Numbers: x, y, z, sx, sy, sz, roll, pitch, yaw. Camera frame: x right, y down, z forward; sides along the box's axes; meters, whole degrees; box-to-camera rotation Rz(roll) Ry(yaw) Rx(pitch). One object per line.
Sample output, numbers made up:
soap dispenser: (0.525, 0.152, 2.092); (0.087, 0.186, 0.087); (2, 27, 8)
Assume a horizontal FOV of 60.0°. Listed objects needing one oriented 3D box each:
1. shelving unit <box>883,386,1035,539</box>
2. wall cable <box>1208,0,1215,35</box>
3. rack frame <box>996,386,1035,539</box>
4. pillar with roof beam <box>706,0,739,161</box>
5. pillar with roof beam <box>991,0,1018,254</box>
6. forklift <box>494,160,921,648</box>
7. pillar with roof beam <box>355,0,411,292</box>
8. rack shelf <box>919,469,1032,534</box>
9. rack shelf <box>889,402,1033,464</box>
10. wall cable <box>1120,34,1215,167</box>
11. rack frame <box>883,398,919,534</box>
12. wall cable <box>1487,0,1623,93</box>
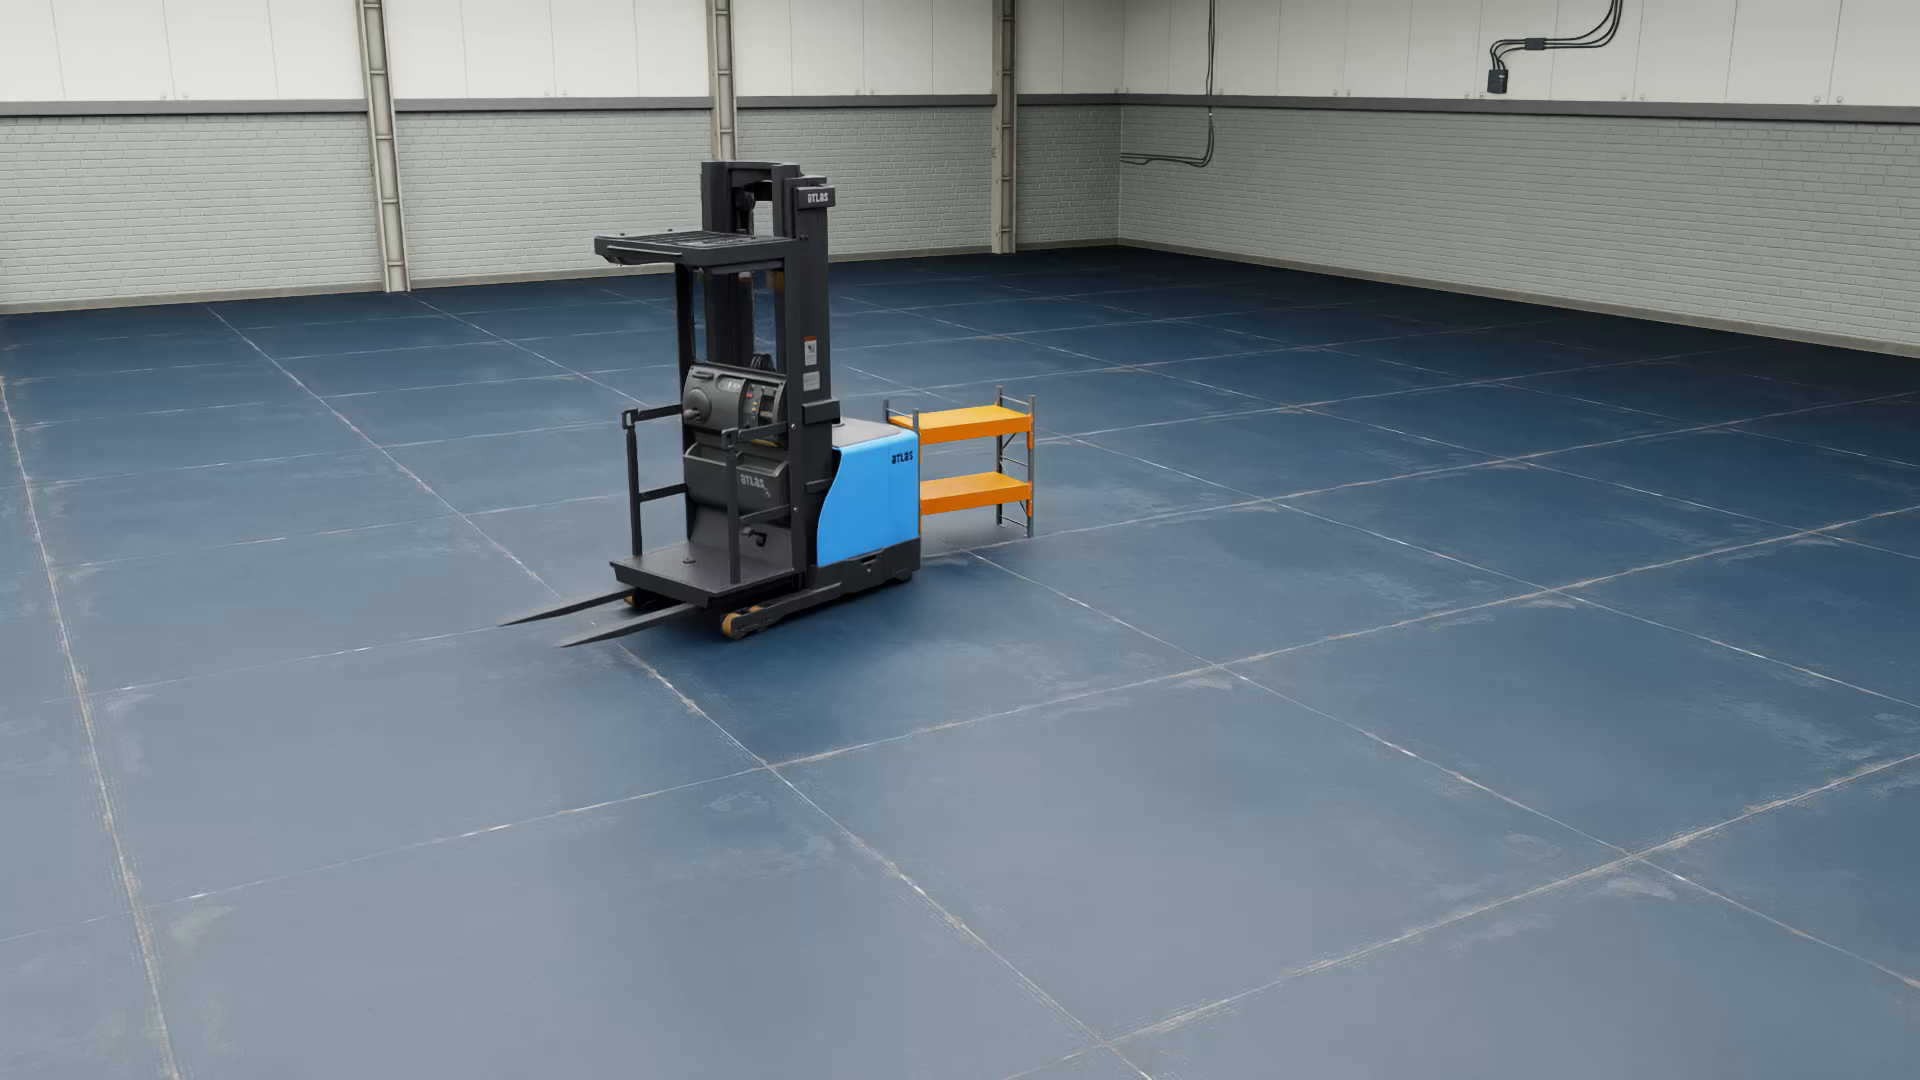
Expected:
shelving unit: (-0.006, -0.541, 12.755); (1.048, 1.125, 0.538); (-9, 18, -30)
wall cable: (5.478, -10.579, 30.374); (0.112, 2.526, 3.097); (-9, 18, -30)
rack frame: (0.430, -0.611, 13.007); (0.032, 1.125, 0.500); (-9, 18, -30)
pillar with roof beam: (-2.048, -8.335, 25.971); (0.400, 9.000, 9.100); (-9, 18, -30)
pillar with roof beam: (3.095, -9.169, 28.947); (0.400, 9.000, 9.100); (-9, 18, -30)
forklift: (-1.628, -0.930, 10.798); (1.130, 2.935, 3.031); (13, 20, 39)
pillar with roof beam: (-7.191, -7.501, 22.996); (0.400, 9.000, 9.100); (-9, 18, -30)
rack shelf: (-0.006, -0.305, 12.821); (1.000, 0.278, 0.538); (-9, 18, -30)
rack shelf: (-0.006, -0.823, 12.676); (1.000, 0.278, 0.538); (-9, 18, -30)
wall cable: (4.084, -8.773, 33.288); (0.112, 2.526, 3.097); (-9, 18, -30)
rack frame: (-0.442, -0.470, 12.503); (0.032, 1.125, 0.500); (-9, 18, -30)
wall cable: (8.960, -9.707, 24.567); (0.169, 6.003, 2.305); (-9, 18, -30)
